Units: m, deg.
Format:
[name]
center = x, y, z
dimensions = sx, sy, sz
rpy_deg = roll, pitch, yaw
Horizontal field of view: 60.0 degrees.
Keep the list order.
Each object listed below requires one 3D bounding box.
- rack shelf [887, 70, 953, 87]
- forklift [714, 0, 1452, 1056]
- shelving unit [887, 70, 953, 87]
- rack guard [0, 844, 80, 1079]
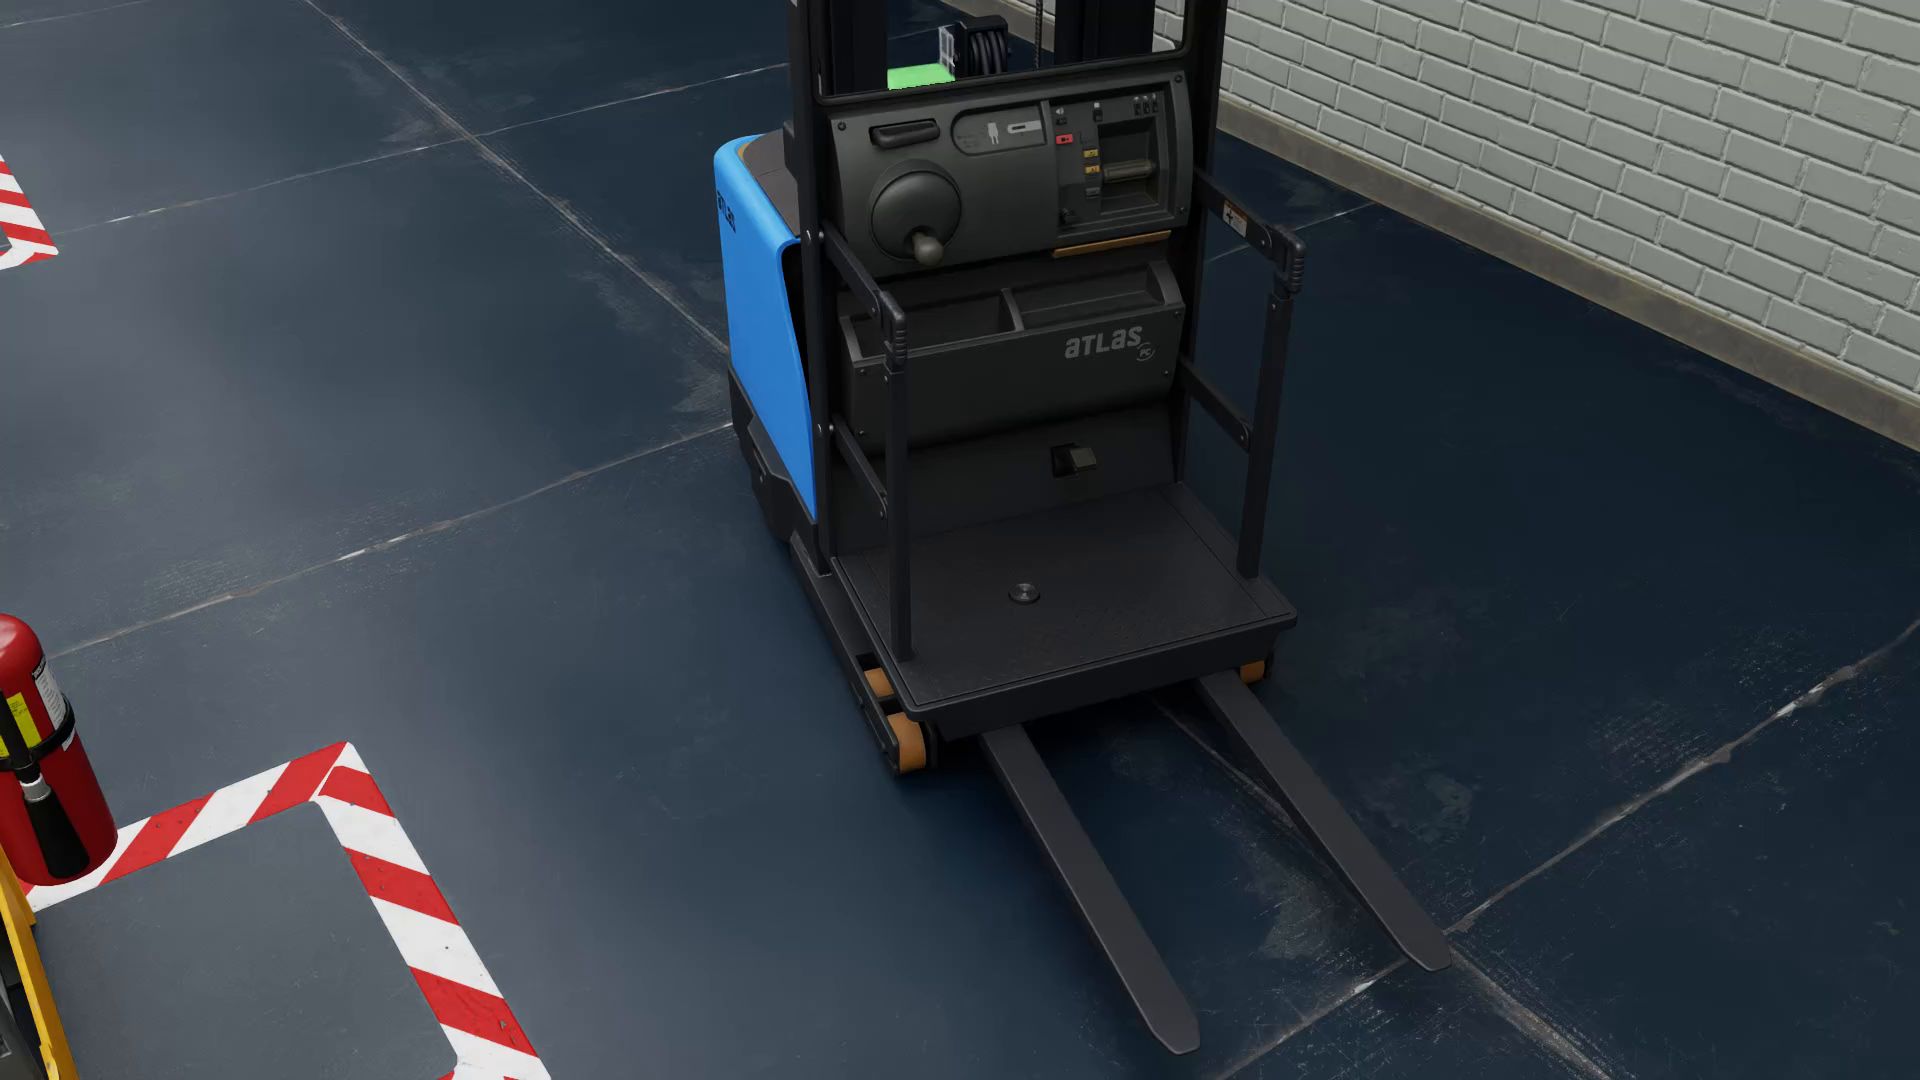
[rack shelf]
center = -0.226, -1.468, 5.459
dimensions = 0.457, 0.021, 0.221
rpy_deg = -12, 38, -17
[forklift]
center = 0.220, -0.850, 3.921
dimensions = 1.130, 2.935, 3.031
rpy_deg = -12, 38, -17
[shelving unit]
center = -0.229, -1.086, 5.732
dimensions = 0.487, 1.046, 0.258
rpy_deg = -12, 38, -17
[rack guard]
center = -2.085, 0.991, 3.444
dimensions = 0.348, 0.500, 1.175
rpy_deg = -22, 41, -28
